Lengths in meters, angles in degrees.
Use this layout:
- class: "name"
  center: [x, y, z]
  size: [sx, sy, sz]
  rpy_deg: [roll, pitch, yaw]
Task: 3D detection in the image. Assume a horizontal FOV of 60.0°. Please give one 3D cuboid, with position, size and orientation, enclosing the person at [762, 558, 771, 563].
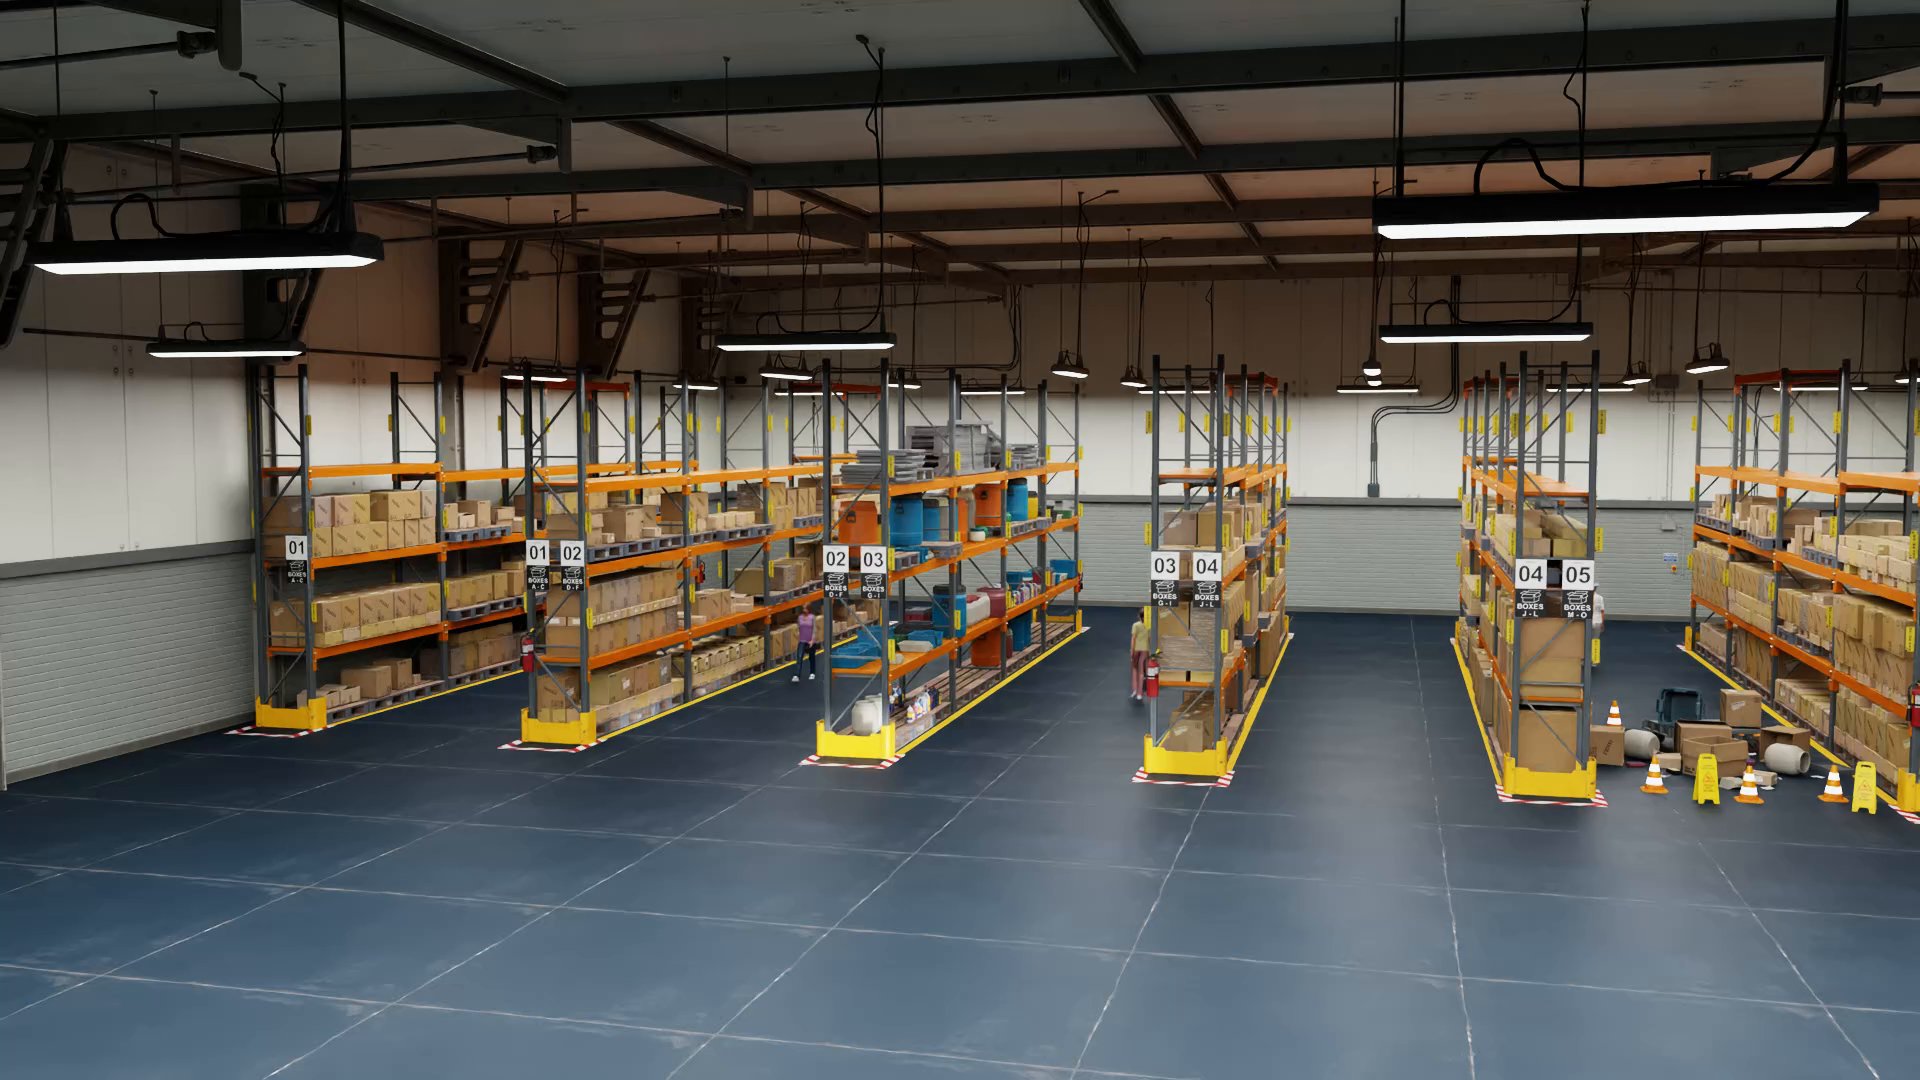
- class: "person"
  center: [-5.074, 1.240, 42.885]
  size: [0.525, 1.579, 0.436]
  rpy_deg: [-1, 4, -8]

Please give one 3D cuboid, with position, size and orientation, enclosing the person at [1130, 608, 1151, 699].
- class: "person"
  center: [3.325, 2.102, 30.393]
  size: [0.459, 1.714, 0.595]
  rpy_deg: [1, 4, 10]

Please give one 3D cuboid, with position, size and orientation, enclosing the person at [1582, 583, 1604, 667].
- class: "person"
  center: [13.065, 1.765, 34.453]
  size: [0.575, 1.805, 0.402]
  rpy_deg: [-1, 4, -13]

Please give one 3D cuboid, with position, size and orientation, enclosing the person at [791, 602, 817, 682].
- class: "person"
  center: [-2.996, 1.981, 32.280]
  size: [0.433, 1.546, 0.968]
  rpy_deg: [0, 4, 4]
